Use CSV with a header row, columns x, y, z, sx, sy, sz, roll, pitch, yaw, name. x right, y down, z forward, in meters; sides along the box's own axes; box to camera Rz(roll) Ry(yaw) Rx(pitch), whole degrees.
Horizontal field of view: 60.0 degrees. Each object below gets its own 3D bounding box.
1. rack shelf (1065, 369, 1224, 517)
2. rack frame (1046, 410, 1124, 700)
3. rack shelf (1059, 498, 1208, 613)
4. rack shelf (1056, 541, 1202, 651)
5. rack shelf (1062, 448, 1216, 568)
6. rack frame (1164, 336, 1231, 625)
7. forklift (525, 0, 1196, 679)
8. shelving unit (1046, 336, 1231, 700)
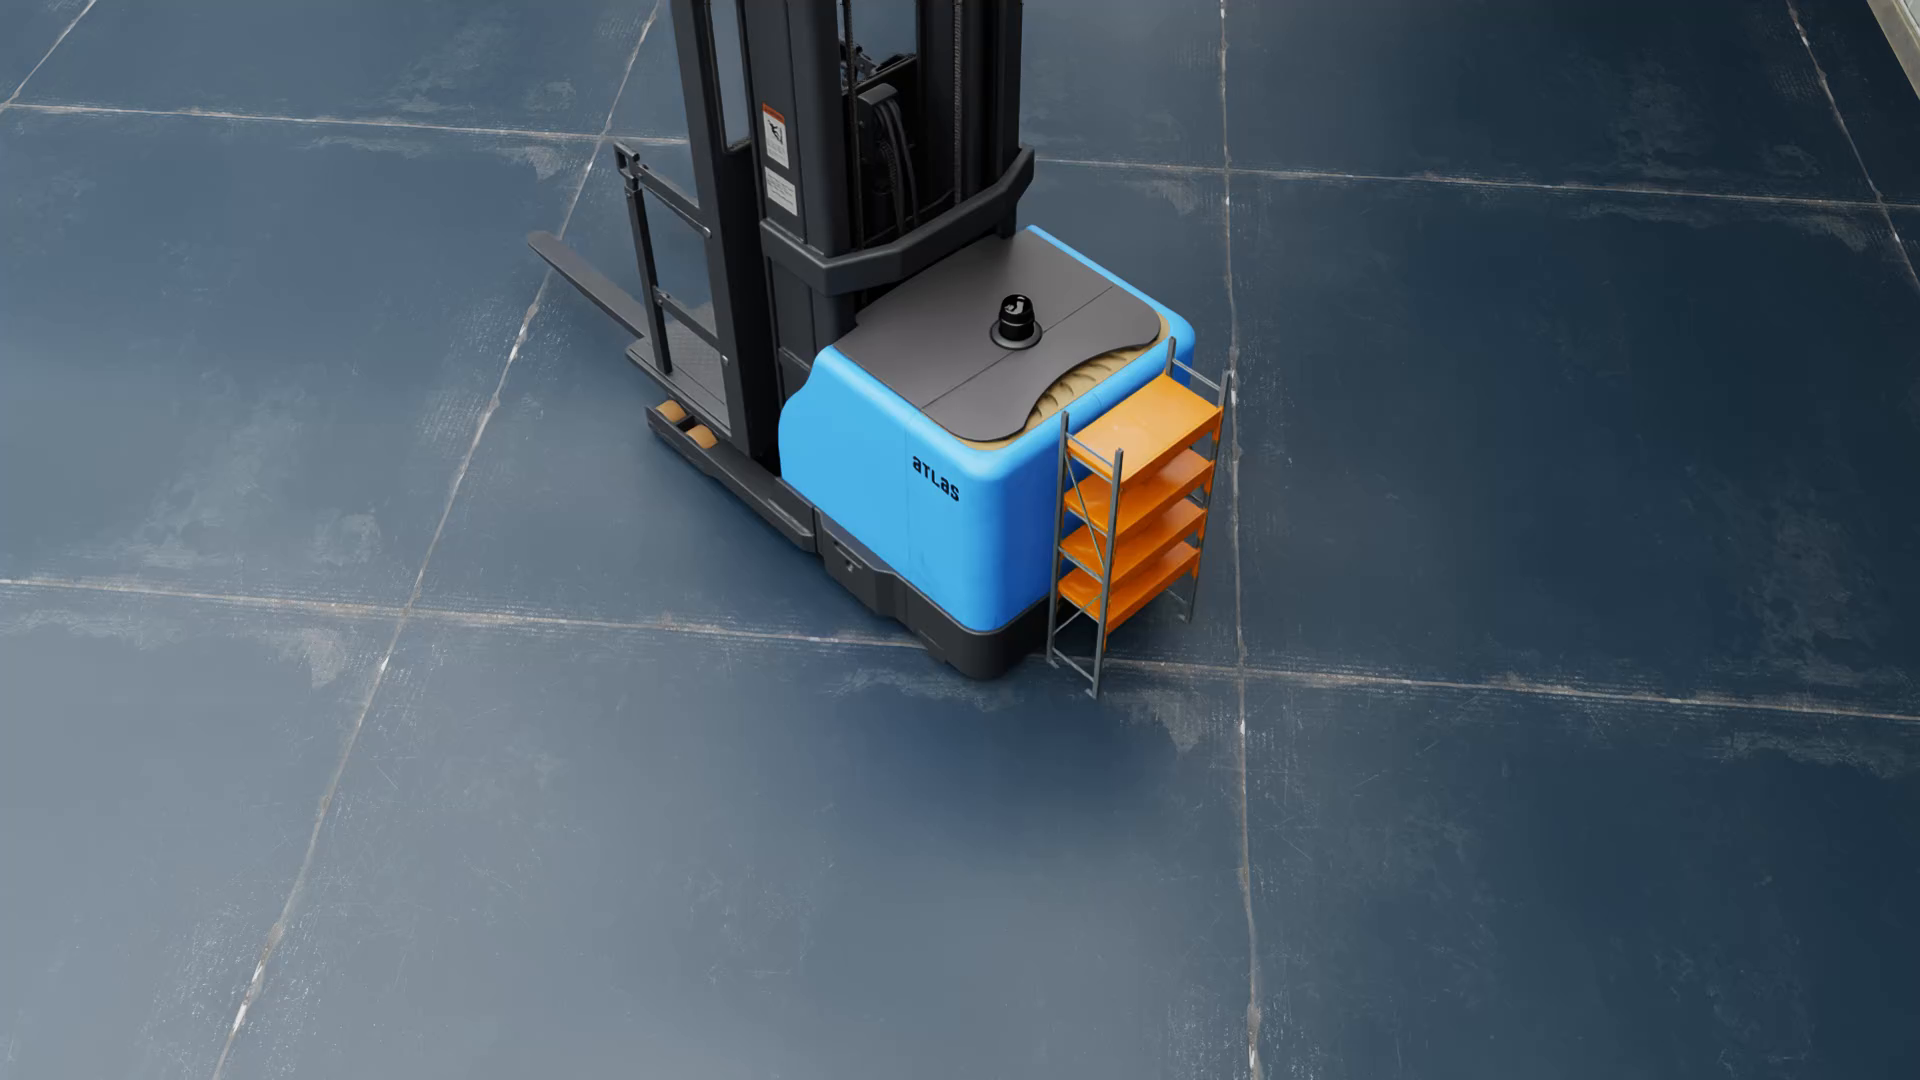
x,y,z,sx,sy,sz,roll,pitch,yaw,name
0.567,-0.309,5.187,0.480,0.148,0.258,-35,57,-28,rack shelf
0.391,0.082,5.362,0.015,1.200,0.240,-35,57,-28,rack frame
0.567,0.002,5.526,0.480,0.148,0.258,-35,57,-28,rack shelf
0.567,0.136,5.673,0.480,0.148,0.258,-35,57,-28,rack shelf
0.567,-0.149,5.361,0.480,0.148,0.258,-35,57,-28,rack shelf
0.742,-0.169,5.591,0.015,1.200,0.240,-35,57,-28,rack frame
-0.587,-1.507,5.642,1.130,2.935,3.031,-35,56,-28,forklift
0.567,-0.043,5.477,0.503,1.200,0.258,-35,57,-28,shelving unit
